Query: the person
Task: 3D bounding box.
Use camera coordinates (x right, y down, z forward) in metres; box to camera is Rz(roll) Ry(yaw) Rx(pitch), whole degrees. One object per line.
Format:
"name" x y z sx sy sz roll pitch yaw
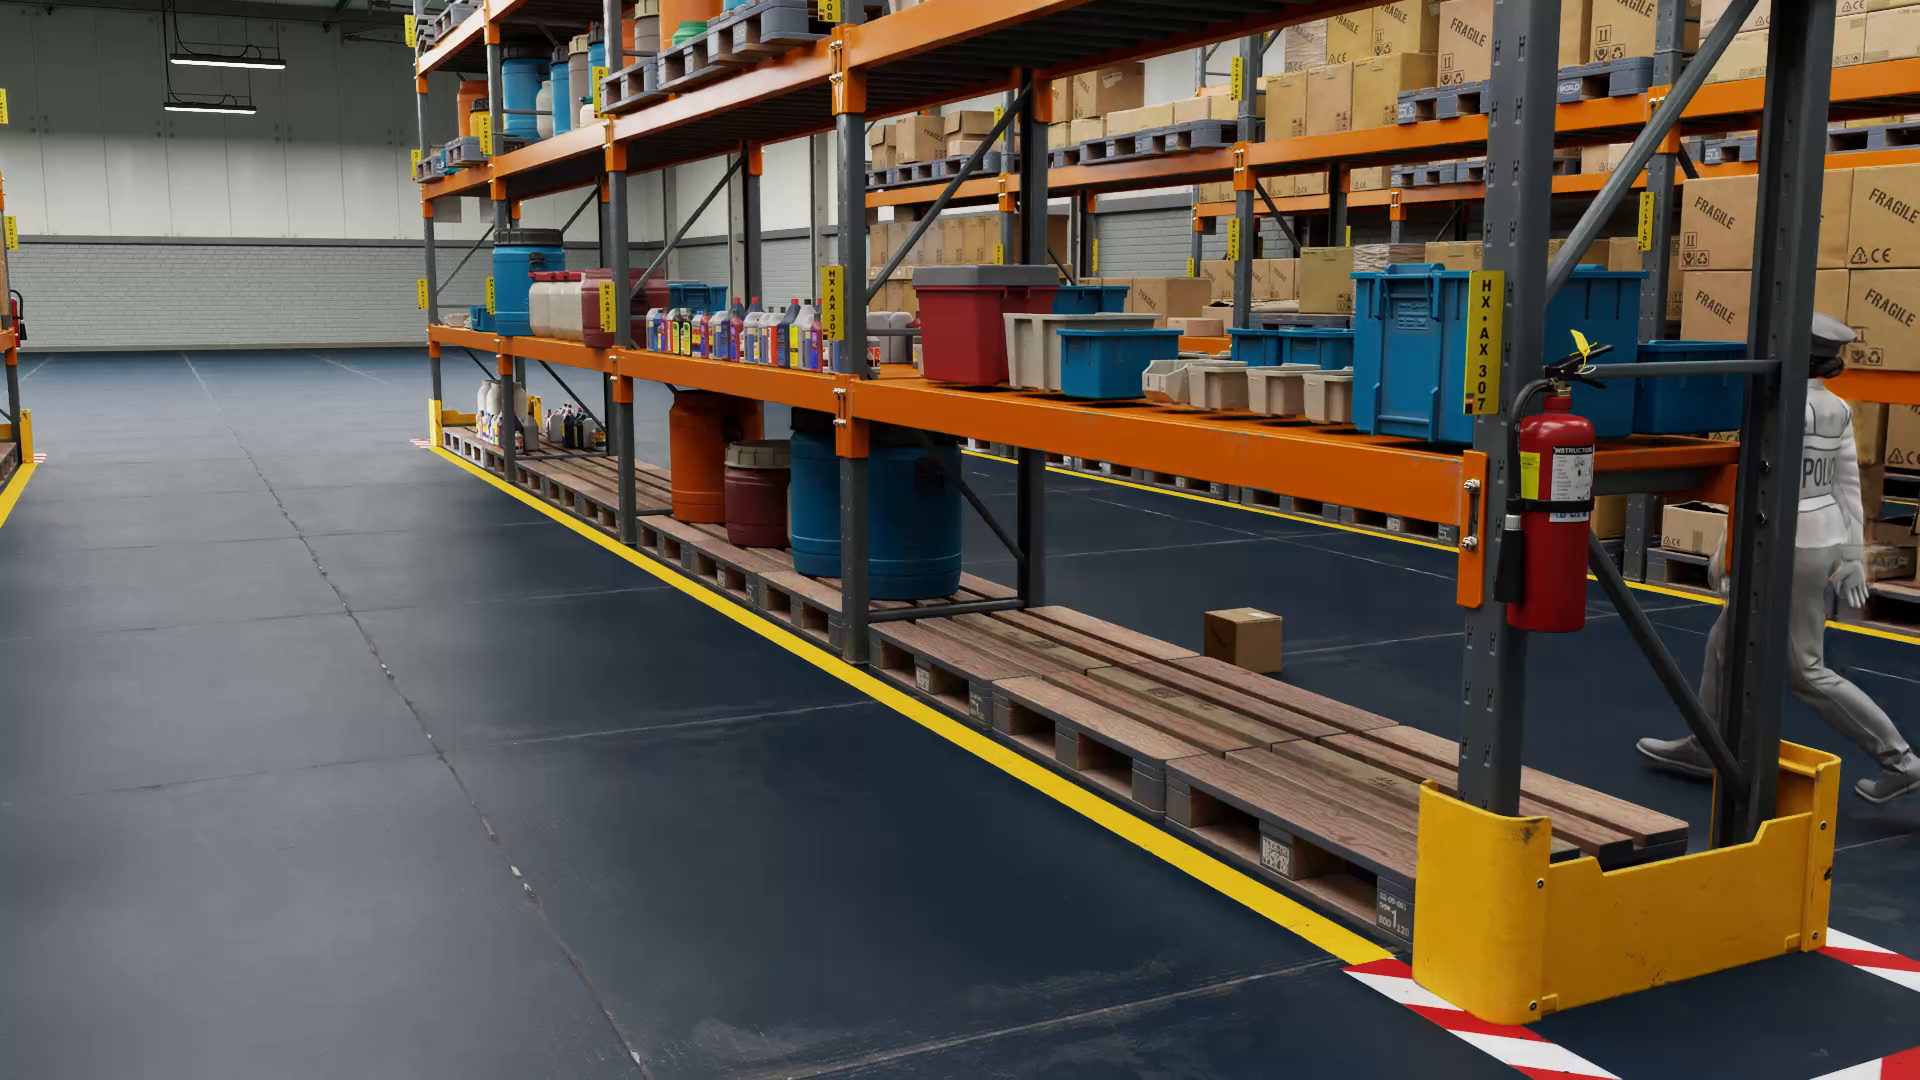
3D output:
"person" 2.759 0.038 5.496 0.995 1.635 0.463 8 12 43
